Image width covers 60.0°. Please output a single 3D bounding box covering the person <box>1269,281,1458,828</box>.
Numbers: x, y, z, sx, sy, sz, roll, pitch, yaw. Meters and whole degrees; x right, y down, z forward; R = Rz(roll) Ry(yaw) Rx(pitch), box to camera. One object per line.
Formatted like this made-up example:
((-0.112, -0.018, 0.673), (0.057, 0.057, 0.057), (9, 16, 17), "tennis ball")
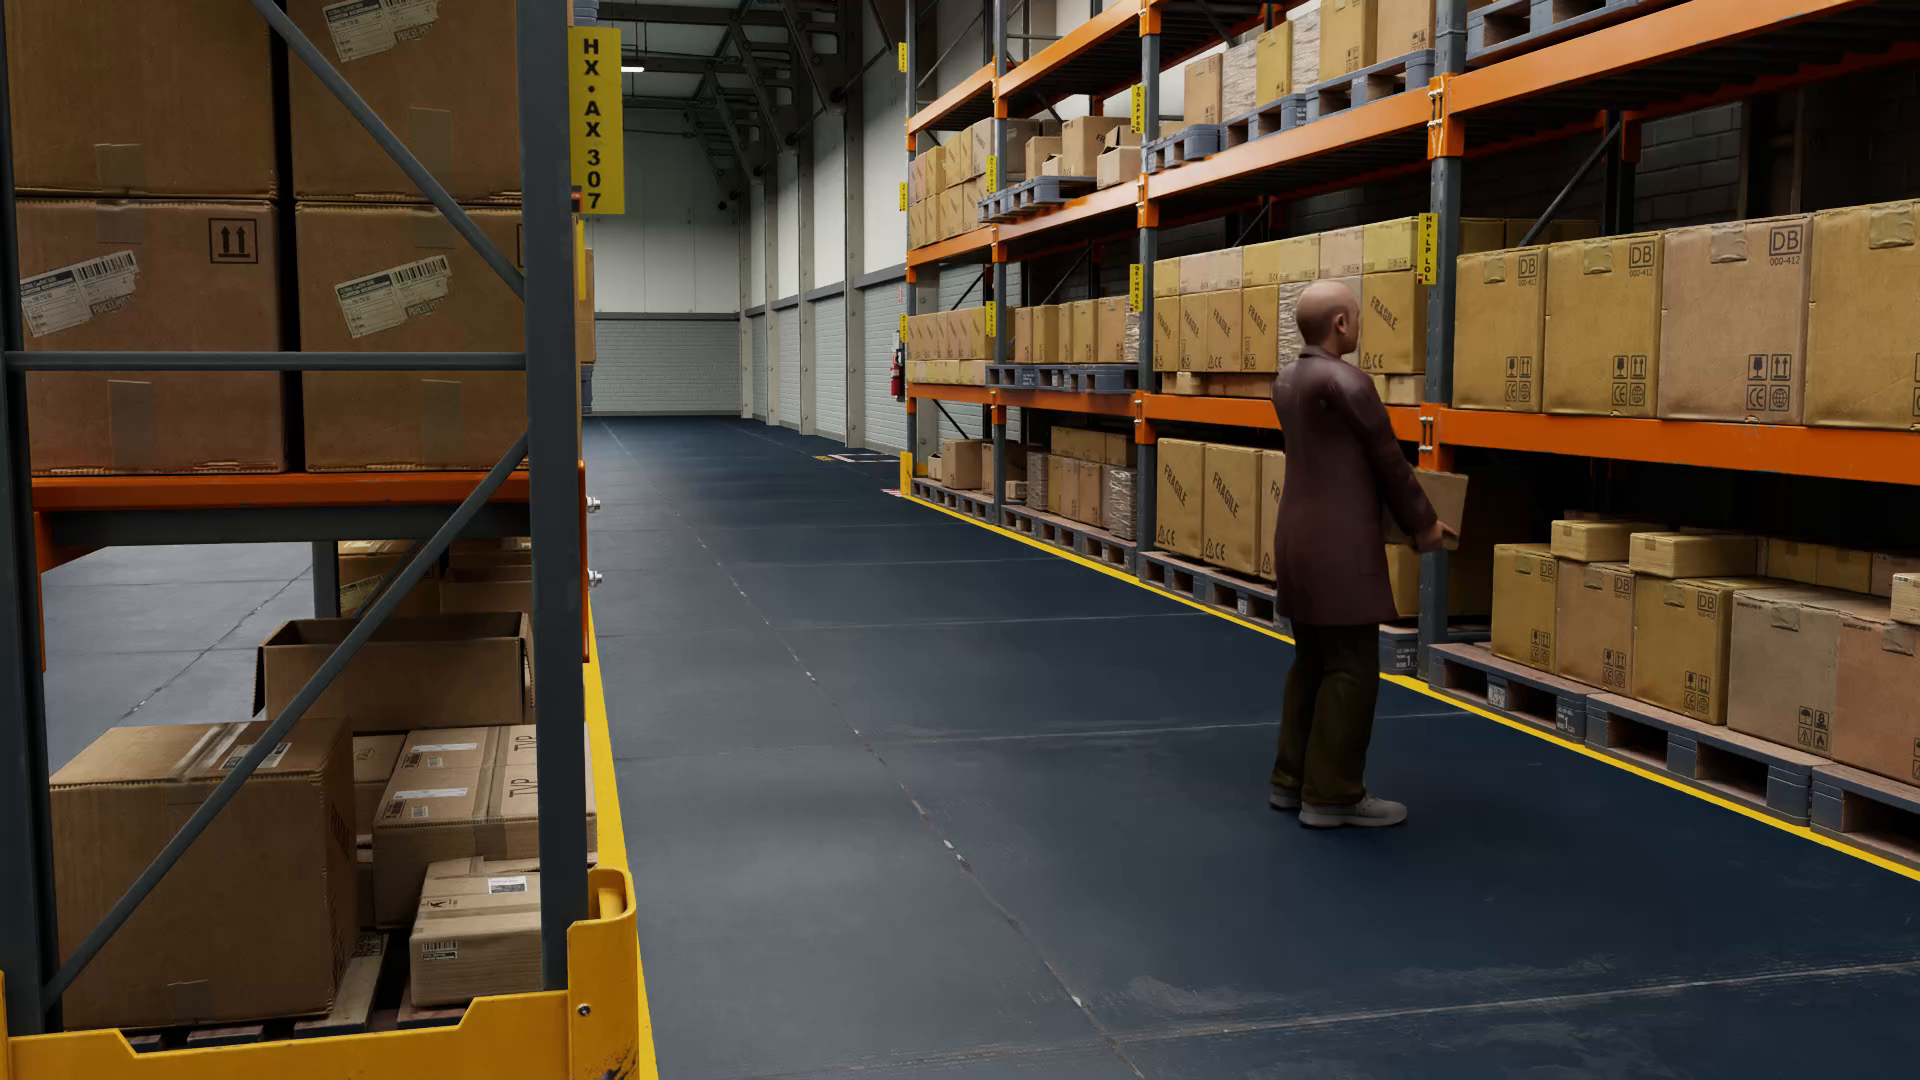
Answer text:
((1.331, 0.038, 5.534), (0.556, 1.780, 0.526), (-2, 6, -14), "person")
